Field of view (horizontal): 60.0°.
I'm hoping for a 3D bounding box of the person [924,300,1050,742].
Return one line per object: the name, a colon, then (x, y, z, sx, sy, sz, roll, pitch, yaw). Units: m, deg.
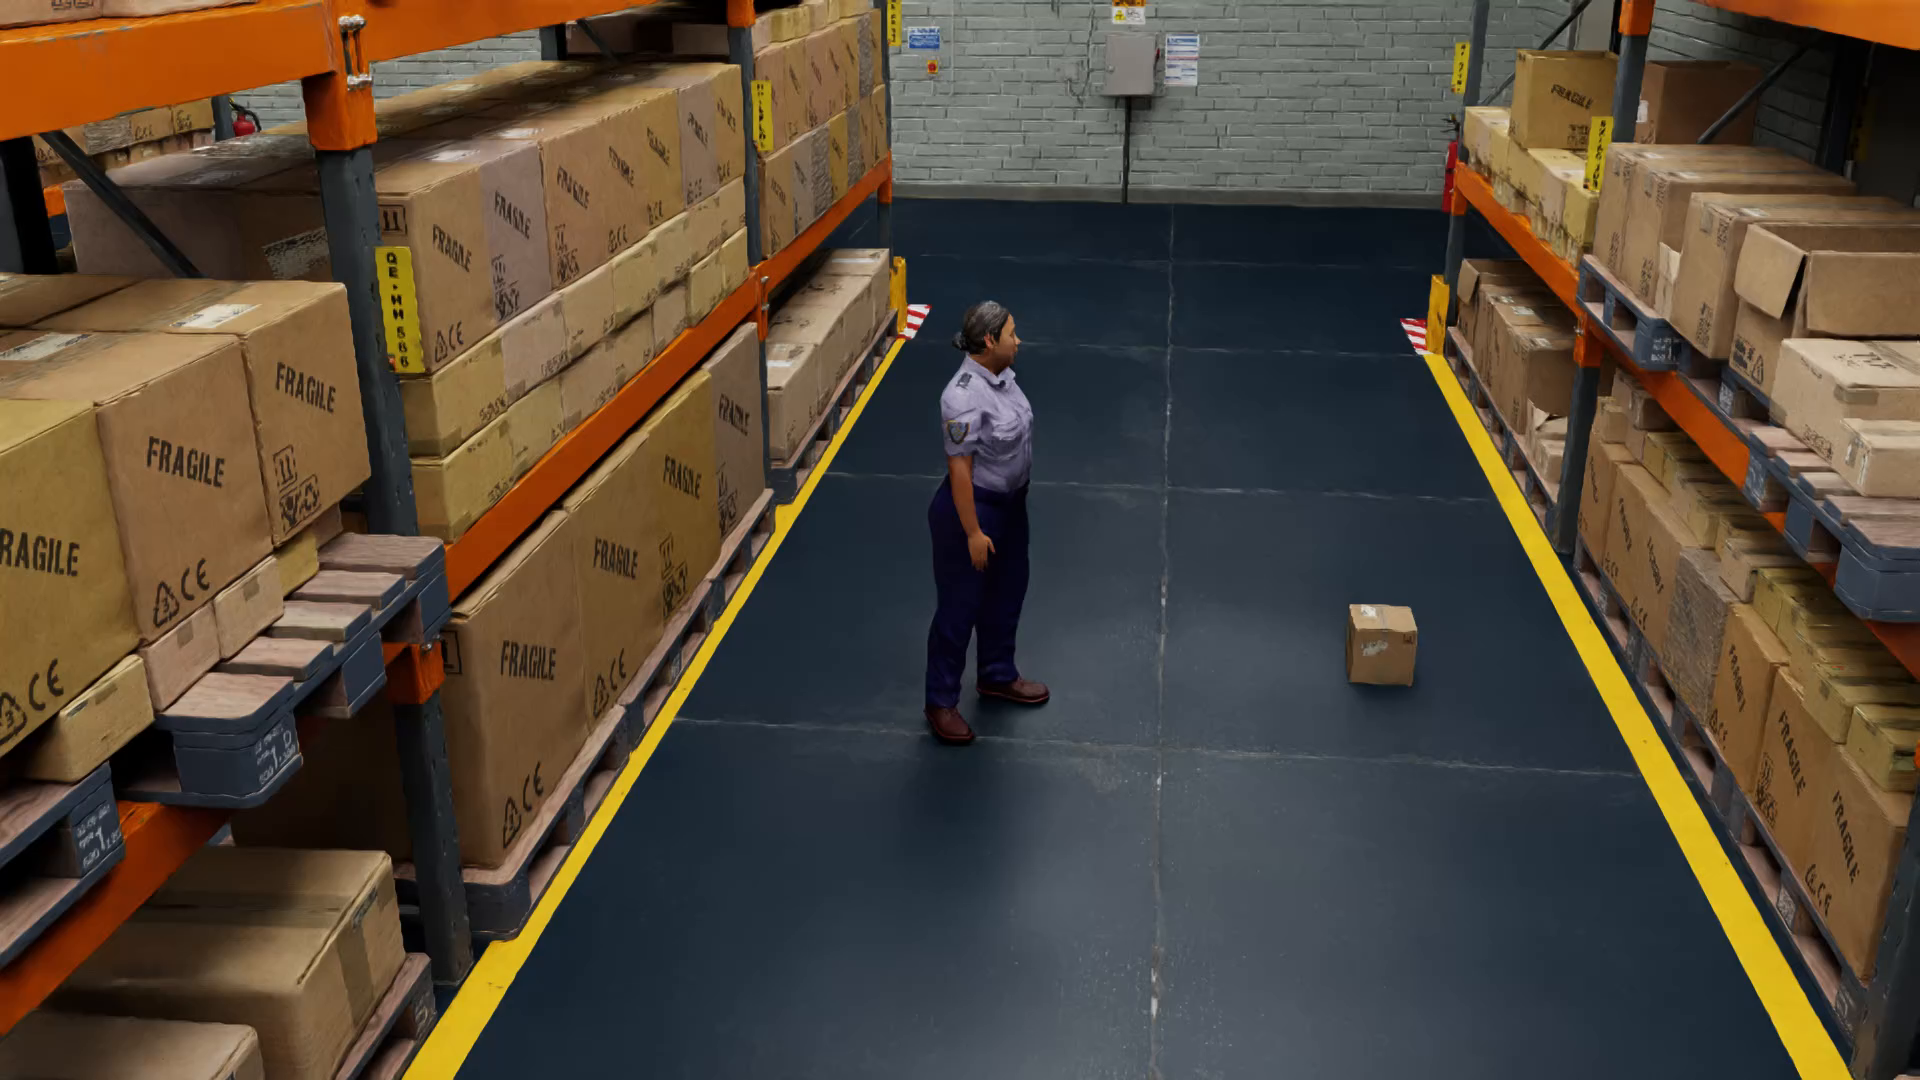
person: (0.085, -0.076, 6.270, 0.383, 1.647, 0.566, 10, 23, 24)
